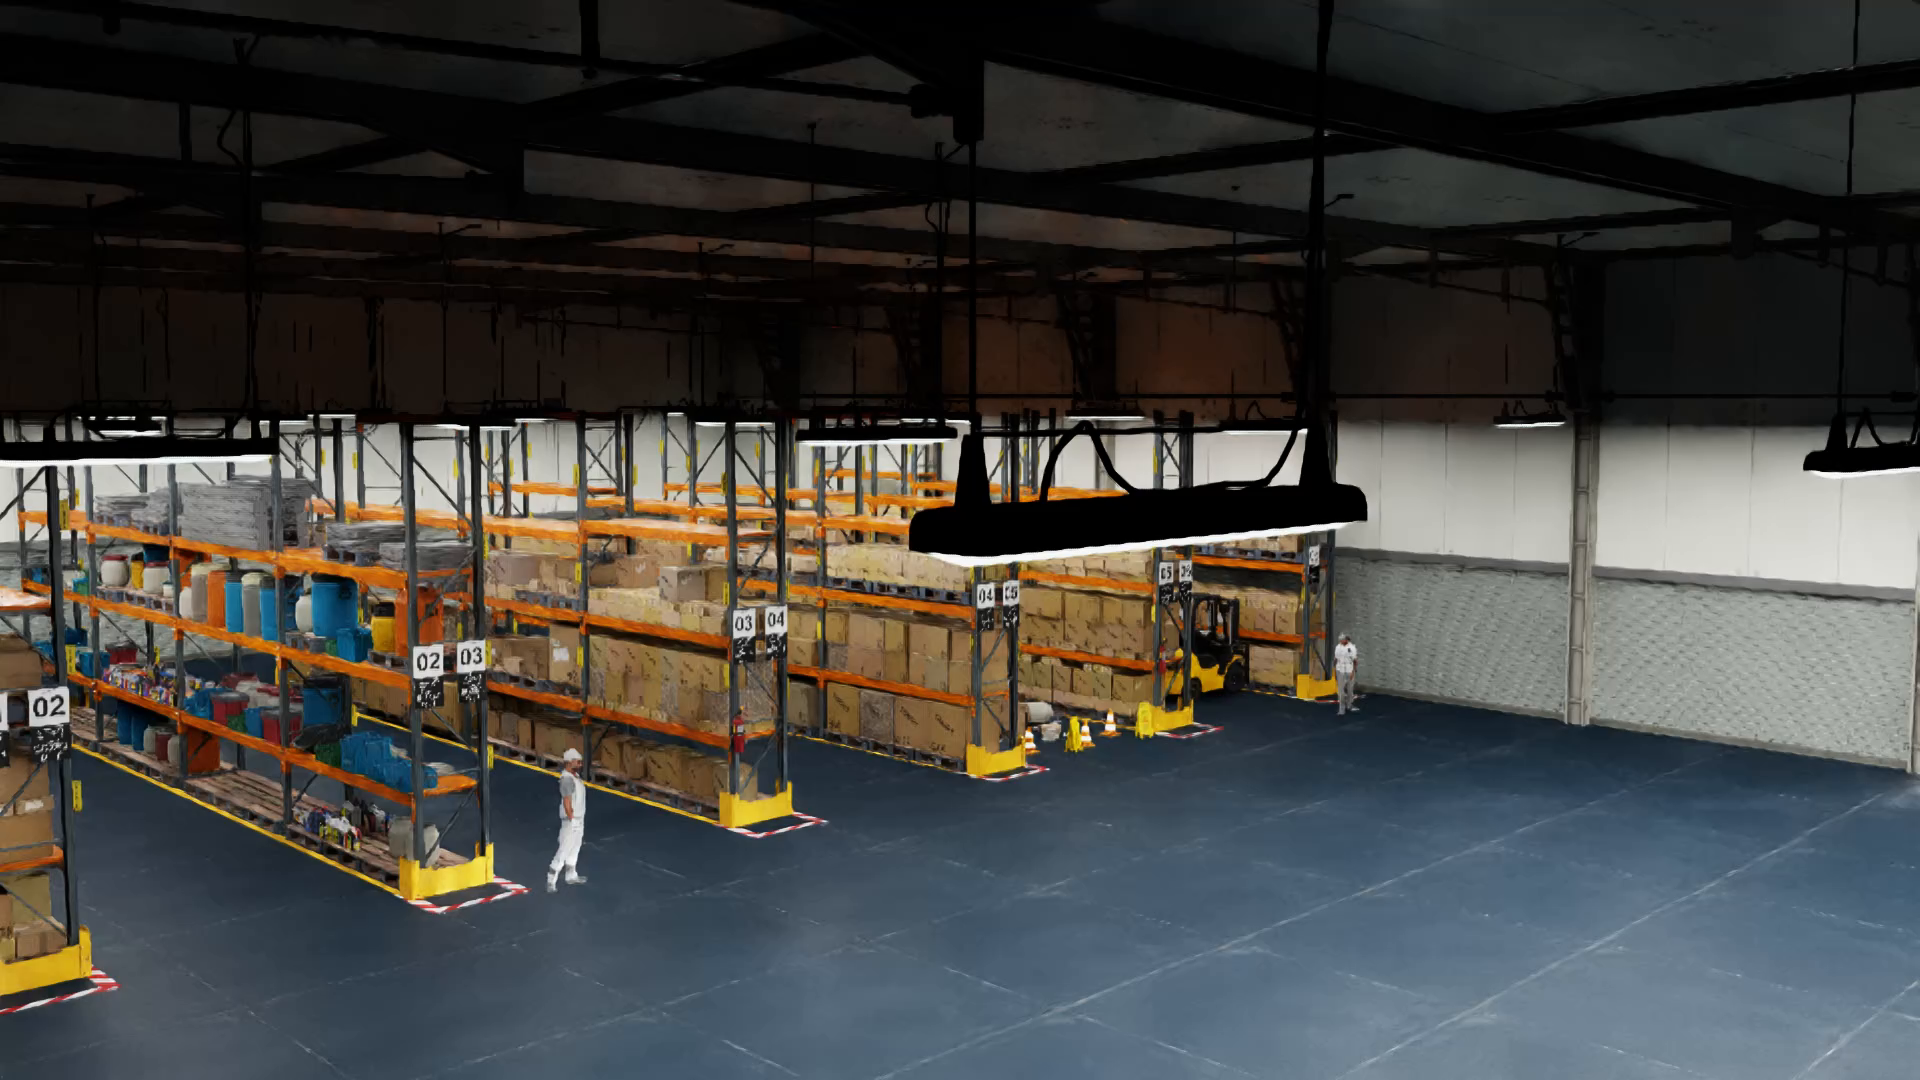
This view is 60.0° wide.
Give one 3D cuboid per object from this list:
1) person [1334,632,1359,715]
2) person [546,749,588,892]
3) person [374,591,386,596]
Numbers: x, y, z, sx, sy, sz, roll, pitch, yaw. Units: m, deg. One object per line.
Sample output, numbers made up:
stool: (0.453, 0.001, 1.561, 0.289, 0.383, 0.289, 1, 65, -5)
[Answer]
person: (7.707, 2.629, 33.149, 0.489, 1.656, 0.685, 2, 5, 17)
person: (-5.062, 3.591, 21.366, 0.494, 1.785, 0.713, 0, 5, 0)
person: (-13.563, 2.060, 39.217, 0.587, 1.738, 0.617, 1, 5, 11)
